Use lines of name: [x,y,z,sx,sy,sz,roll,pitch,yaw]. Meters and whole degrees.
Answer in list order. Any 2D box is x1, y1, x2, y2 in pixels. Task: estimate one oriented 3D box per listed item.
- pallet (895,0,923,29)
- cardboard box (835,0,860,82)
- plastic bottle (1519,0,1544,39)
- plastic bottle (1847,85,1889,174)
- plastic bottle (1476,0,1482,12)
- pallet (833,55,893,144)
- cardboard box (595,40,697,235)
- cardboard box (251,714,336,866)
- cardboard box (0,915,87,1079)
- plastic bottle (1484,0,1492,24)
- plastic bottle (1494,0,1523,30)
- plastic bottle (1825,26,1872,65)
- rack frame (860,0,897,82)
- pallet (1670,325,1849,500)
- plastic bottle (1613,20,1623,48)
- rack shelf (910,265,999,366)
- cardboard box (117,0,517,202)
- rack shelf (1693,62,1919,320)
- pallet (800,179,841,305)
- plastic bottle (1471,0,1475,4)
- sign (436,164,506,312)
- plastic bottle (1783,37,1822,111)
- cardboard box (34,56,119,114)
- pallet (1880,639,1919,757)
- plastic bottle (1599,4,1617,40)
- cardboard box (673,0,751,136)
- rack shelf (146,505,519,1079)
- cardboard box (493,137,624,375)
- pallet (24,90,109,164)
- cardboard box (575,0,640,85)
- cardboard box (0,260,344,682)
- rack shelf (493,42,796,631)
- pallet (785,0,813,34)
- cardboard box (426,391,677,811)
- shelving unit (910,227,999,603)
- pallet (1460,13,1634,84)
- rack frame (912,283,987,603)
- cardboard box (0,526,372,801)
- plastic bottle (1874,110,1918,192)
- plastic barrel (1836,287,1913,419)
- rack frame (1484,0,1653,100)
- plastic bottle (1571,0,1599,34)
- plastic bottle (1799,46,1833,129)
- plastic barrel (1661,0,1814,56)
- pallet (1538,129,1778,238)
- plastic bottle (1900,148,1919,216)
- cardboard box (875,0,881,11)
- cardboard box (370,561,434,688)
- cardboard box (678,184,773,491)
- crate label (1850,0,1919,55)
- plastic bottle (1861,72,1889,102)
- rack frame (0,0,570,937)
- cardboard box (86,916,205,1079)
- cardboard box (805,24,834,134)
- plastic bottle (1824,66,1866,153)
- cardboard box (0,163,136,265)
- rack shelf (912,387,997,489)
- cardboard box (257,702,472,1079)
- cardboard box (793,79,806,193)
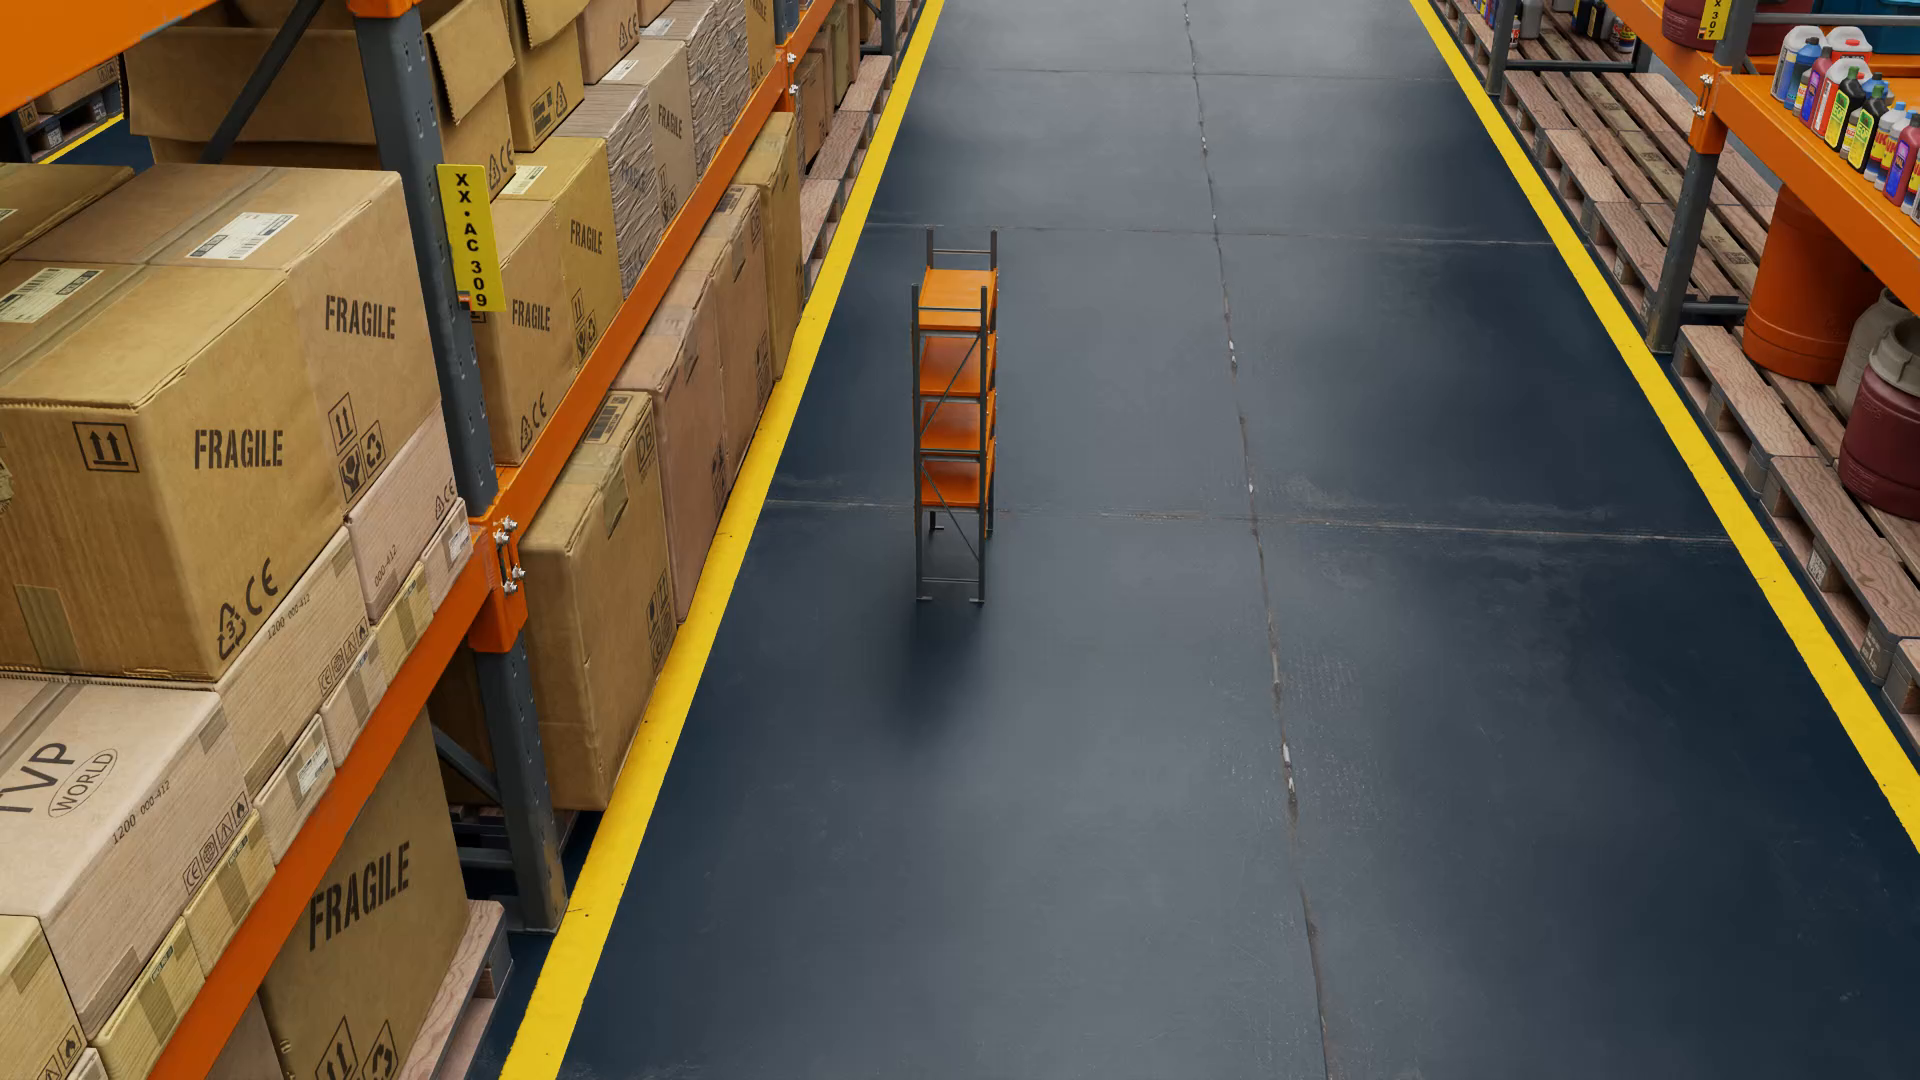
pallet: [-0.819,-4.245,12.937,1.003,0.211,1.213,2,32,4]
cardboard box: [-1.007,-3.243,10.616,0.700,0.500,0.500,0,32,0]
plastic bottle: [3.910,-3.631,11.388,0.144,0.351,0.185,2,32,4]
plastic bottle: [3.205,-1.444,5.845,0.061,0.283,0.133,2,32,4]
plastic bottle: [3.825,-3.959,11.992,0.152,0.276,0.135,3,32,5]
pallet: [-0.997,-2.846,10.666,1.003,0.211,1.213,2,32,4]
cardboard box: [-1.182,-1.324,5.444,0.500,0.500,0.500,3,32,5]
cardboard box: [-1.348,0.427,2.938,0.380,0.149,0.250,3,32,5]
cardboard box: [-1.487,0.725,2.074,0.500,0.250,0.500,2,32,3]
plastic bottle: [3.754,-3.796,11.720,0.061,0.283,0.133,5,32,7]
plastic bottle: [3.766,-3.637,11.398,0.144,0.351,0.185,2,32,3]
plastic bottle: [3.470,-1.865,6.536,0.152,0.276,0.135,2,32,4]
rack frame: [-0.935,-4.440,10.596,1.000,3.000,0.127,2,32,4]
pallet: [3.653,-0.536,6.918,1.003,0.211,1.213,2,32,4]
plastic bottle: [4.472,-3.425,11.197,0.097,0.201,0.097,0,32,0]
rack shelf: [-0.013,-0.759,5.589,0.258,0.148,0.480,2,32,4]
cardboard box: [-1.543,-1.061,4.061,0.797,0.503,0.637,2,32,3]
rack shelf: [3.513,-0.785,5.350,1.077,0.370,4.000,2,32,4]
pallet: [-1.196,-1.570,8.596,1.003,0.211,1.213,2,32,4]
plastic bottle: [3.816,-4.074,12.182,0.097,0.271,0.097,0,32,0]
sign: [-1.034,-0.636,3.523,0.100,0.325,0.005,2,32,4]
plastic bottle: [3.281,-1.810,6.451,0.097,0.271,0.097,0,32,0]
cardboard box: [-5.914,-3.093,10.154,1.050,0.750,0.750,2,32,4]
pallet: [3.454,0.740,4.848,1.003,0.211,1.213,2,32,4]
plastic bottle: [4.463,-3.574,11.368,0.152,0.276,0.135,4,32,6]
cardboard box: [-1.101,-1.862,6.317,0.500,0.500,0.500,2,32,4]
rack shelf: [-1.750,1.095,2.299,1.077,0.370,4.000,2,32,4]
cardboard box: [-1.260,-0.792,4.581,0.500,0.500,0.500,3,32,4]
pallet: [-5.955,-2.471,10.059,1.003,0.211,1.213,2,32,4]
cardboard box: [-1.441,-1.745,5.171,0.797,0.503,0.637,3,32,6]
cardboard box: [-1.403,-0.125,2.739,0.500,0.500,0.500,3,32,4]
rack shelf: [-1.424,-0.996,5.693,1.077,0.370,4.000,2,32,4]
pallet: [-1.309,-2.644,7.864,1.213,0.211,1.003,2,32,4]
cardboard box: [-1.555,0.133,4.799,1.225,0.875,0.875,3,32,4]
shelving unit: [-0.013,-0.424,5.795,0.258,1.200,0.503,2,32,4]
pallet: [4.097,-3.391,11.551,1.003,0.211,1.213,2,32,4]
rack frame: [-0.033,-0.297,5.588,0.240,1.200,0.015,2,32,4]
cardboard box: [-1.401,0.193,2.937,0.500,0.250,0.500,3,32,5]
plastic bottle: [3.206,-1.327,5.667,0.097,0.271,0.097,0,32,0]
plastic barrel: [3.696,-0.701,6.499,0.421,0.512,0.421,0,32,0]
rack frame: [4.001,-4.228,10.252,1.000,3.000,0.127,2,32,4]
plastic bottle: [4.337,-3.699,11.498,0.144,0.351,0.185,2,32,4]
plastic bottle: [3.246,-1.705,6.268,0.061,0.283,0.133,2,32,4]
plastic barrel: [3.411,-2.450,7.237,0.600,0.536,0.708,2,32,4]
pallet: [3.879,-1.989,9.277,1.003,0.211,1.213,2,32,4]
plastic bottle: [3.187,-1.206,5.471,0.097,0.271,0.097,0,32,0]
cardboard box: [-0.824,-4.062,11.964,0.500,0.500,0.500,13,34,19]
cardboard box: [-1.306,0.159,3.373,0.380,0.149,0.250,3,32,5]
cardboard box: [-1.418,-0.797,6.309,1.225,0.875,0.875,3,32,4]
crate label: [4.083,-2.270,7.234,0.303,0.233,0.416,2,32,4]
plastic bottle: [3.304,-1.566,6.054,0.097,0.271,0.097,0,32,0]
rack frame: [-1.587,-0.257,3.808,1.000,3.000,0.127,2,32,4]
cardboard box: [-1.389,0.696,2.502,0.380,0.149,0.250,2,32,3]
cardboard box: [-1.110,-2.702,9.738,0.700,0.500,0.500,0,32,0]
plastic bottle: [3.224,-1.565,6.041,0.061,0.283,0.133,2,32,4]
cardboard box: [-1.881,-0.399,3.183,0.500,0.500,0.500,2,32,4]
rack shelf: [-0.013,-0.367,5.830,0.258,0.148,0.480,2,32,4]
cardboard box: [-1.720,0.811,3.700,0.875,0.875,0.875,2,32,4]
cardboard box: [-1.194,-2.113,8.783,0.700,0.500,0.500,0,32,0]
